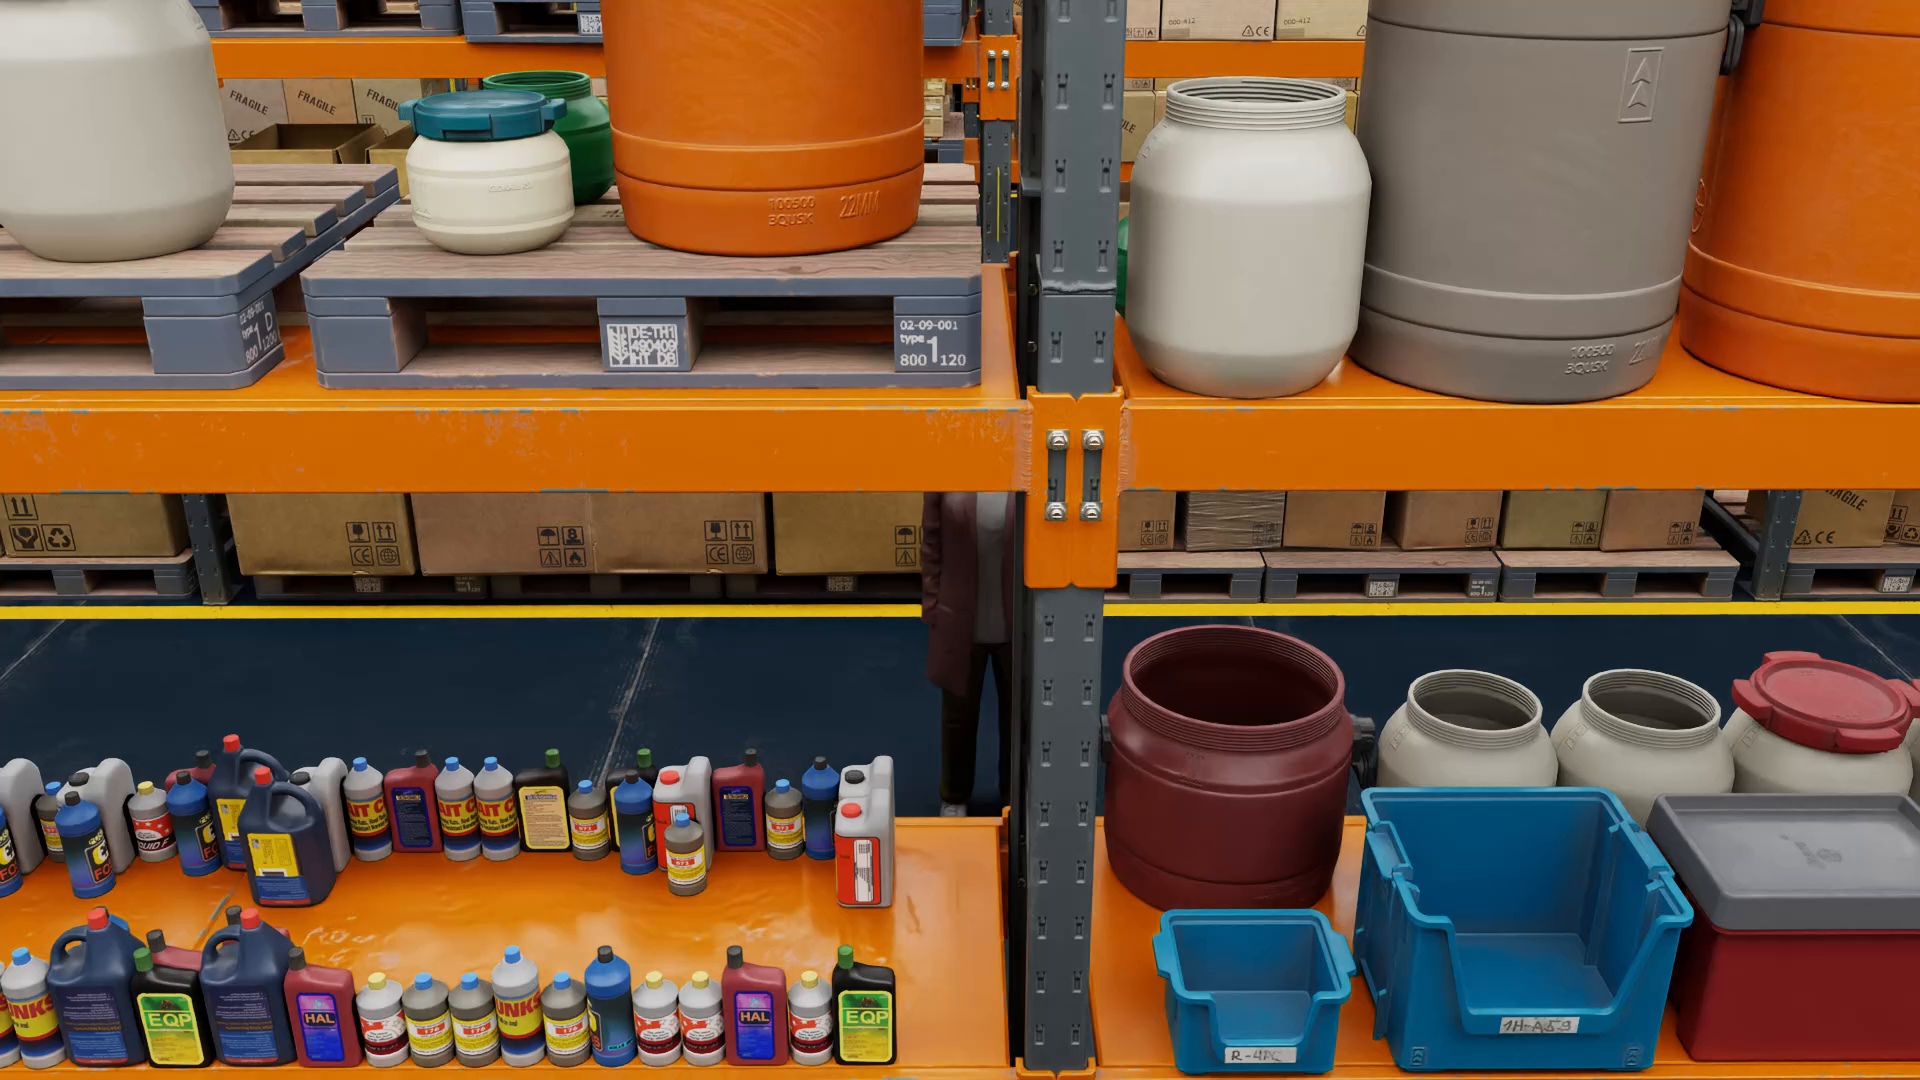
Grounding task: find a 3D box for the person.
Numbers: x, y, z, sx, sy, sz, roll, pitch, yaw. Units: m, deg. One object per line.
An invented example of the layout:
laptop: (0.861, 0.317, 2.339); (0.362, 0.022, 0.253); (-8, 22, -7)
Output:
person: (0.132, 0.336, 6.395); (0.561, 1.809, 0.397); (0, 24, 1)
